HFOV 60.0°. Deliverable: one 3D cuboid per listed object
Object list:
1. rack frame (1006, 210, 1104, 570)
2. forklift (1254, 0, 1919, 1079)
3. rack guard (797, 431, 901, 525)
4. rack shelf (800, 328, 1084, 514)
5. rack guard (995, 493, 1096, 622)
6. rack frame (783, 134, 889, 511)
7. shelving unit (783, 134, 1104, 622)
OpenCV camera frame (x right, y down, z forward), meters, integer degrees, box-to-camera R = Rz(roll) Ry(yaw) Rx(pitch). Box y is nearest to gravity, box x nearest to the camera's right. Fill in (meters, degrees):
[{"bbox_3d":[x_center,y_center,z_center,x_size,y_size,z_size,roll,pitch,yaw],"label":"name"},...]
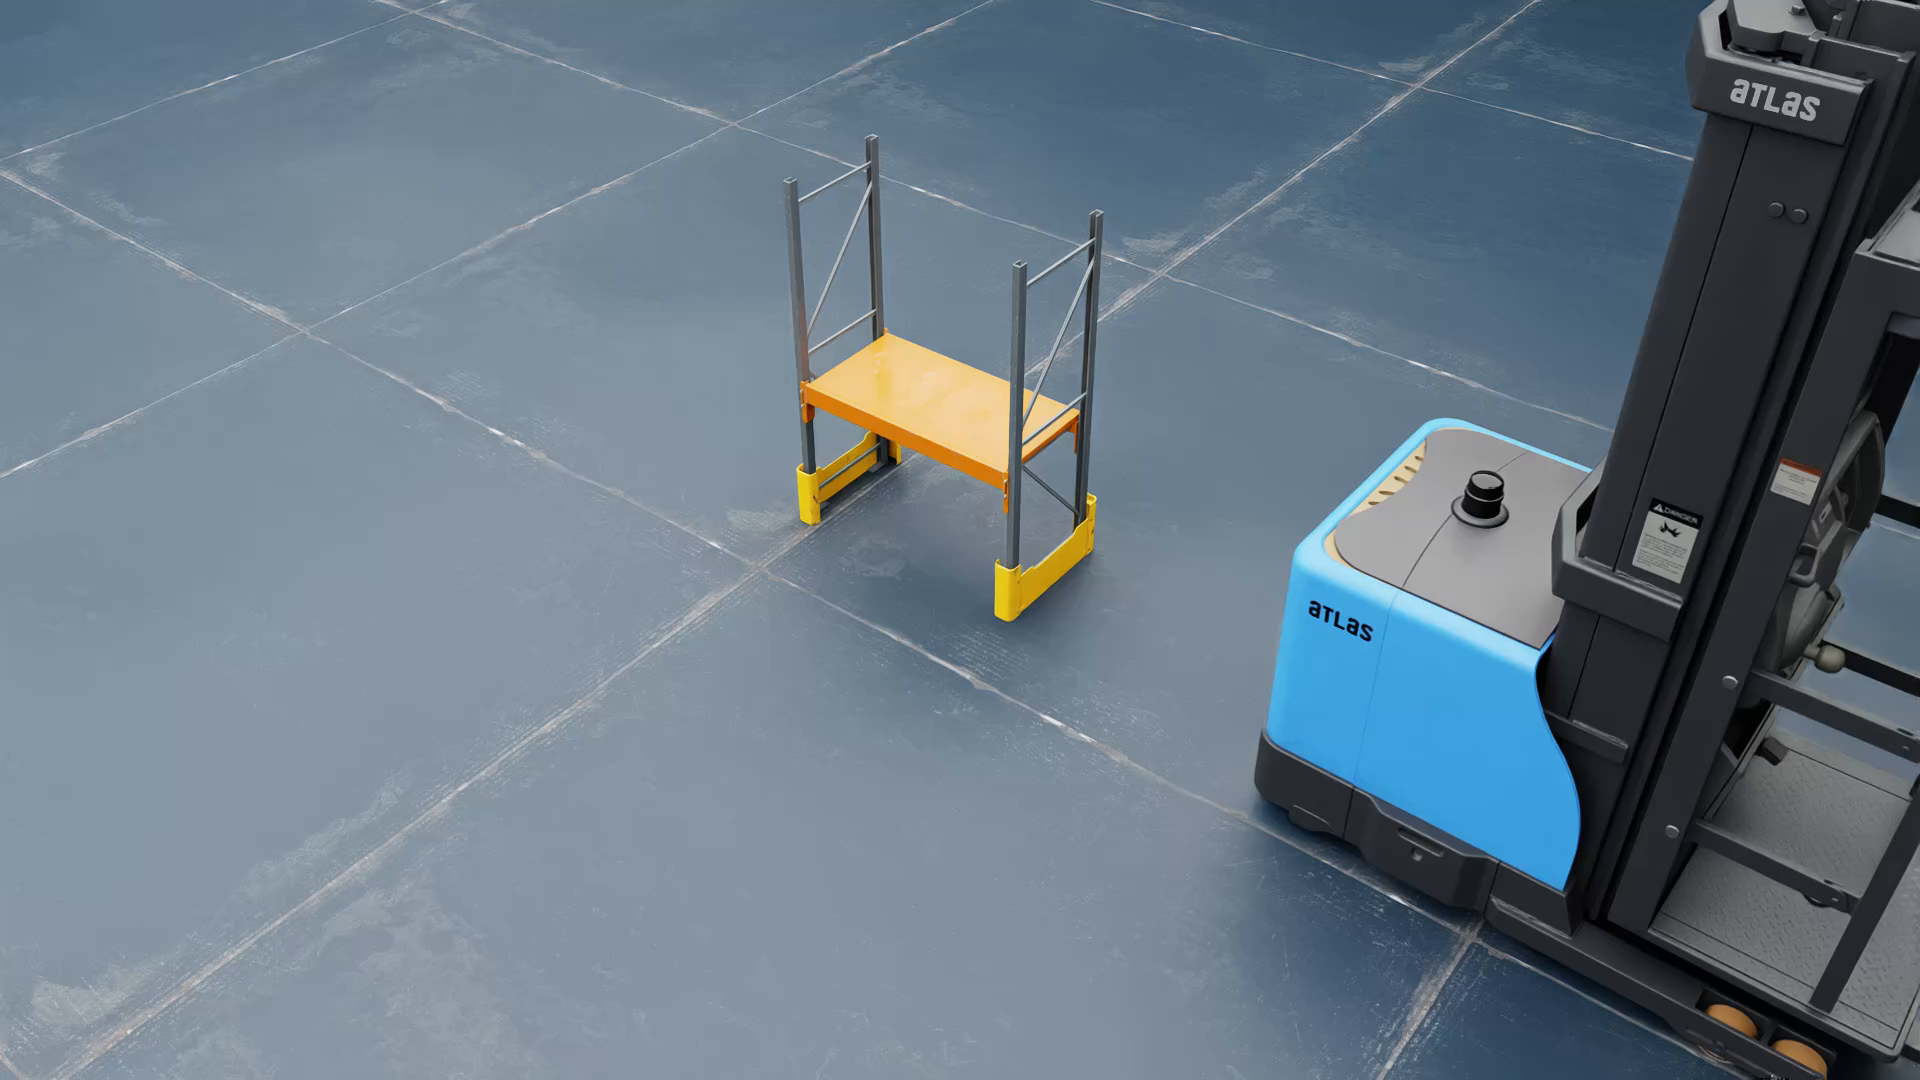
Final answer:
[{"bbox_3d":[0.336,-0.432,6.085,0.032,1.500,0.500,25,45,29],"label":"rack frame"},{"bbox_3d":[2.455,0.060,4.296,3.031,2.935,1.130,26,45,30],"label":"forklift"},{"bbox_3d":[-0.456,-0.313,6.948,0.087,0.250,0.587,25,45,29],"label":"rack guard"},{"bbox_3d":[-0.068,-0.481,6.439,1.000,0.185,0.538,25,45,29],"label":"rack shelf"},{"bbox_3d":[0.335,0.060,6.471,0.087,0.250,0.587,25,45,29],"label":"rack guard"},{"bbox_3d":[-0.472,-0.813,6.572,0.032,1.500,0.500,25,45,29],"label":"rack frame"},{"bbox_3d":[-0.061,-0.619,6.324,1.083,1.500,0.587,25,45,29],"label":"shelving unit"}]
